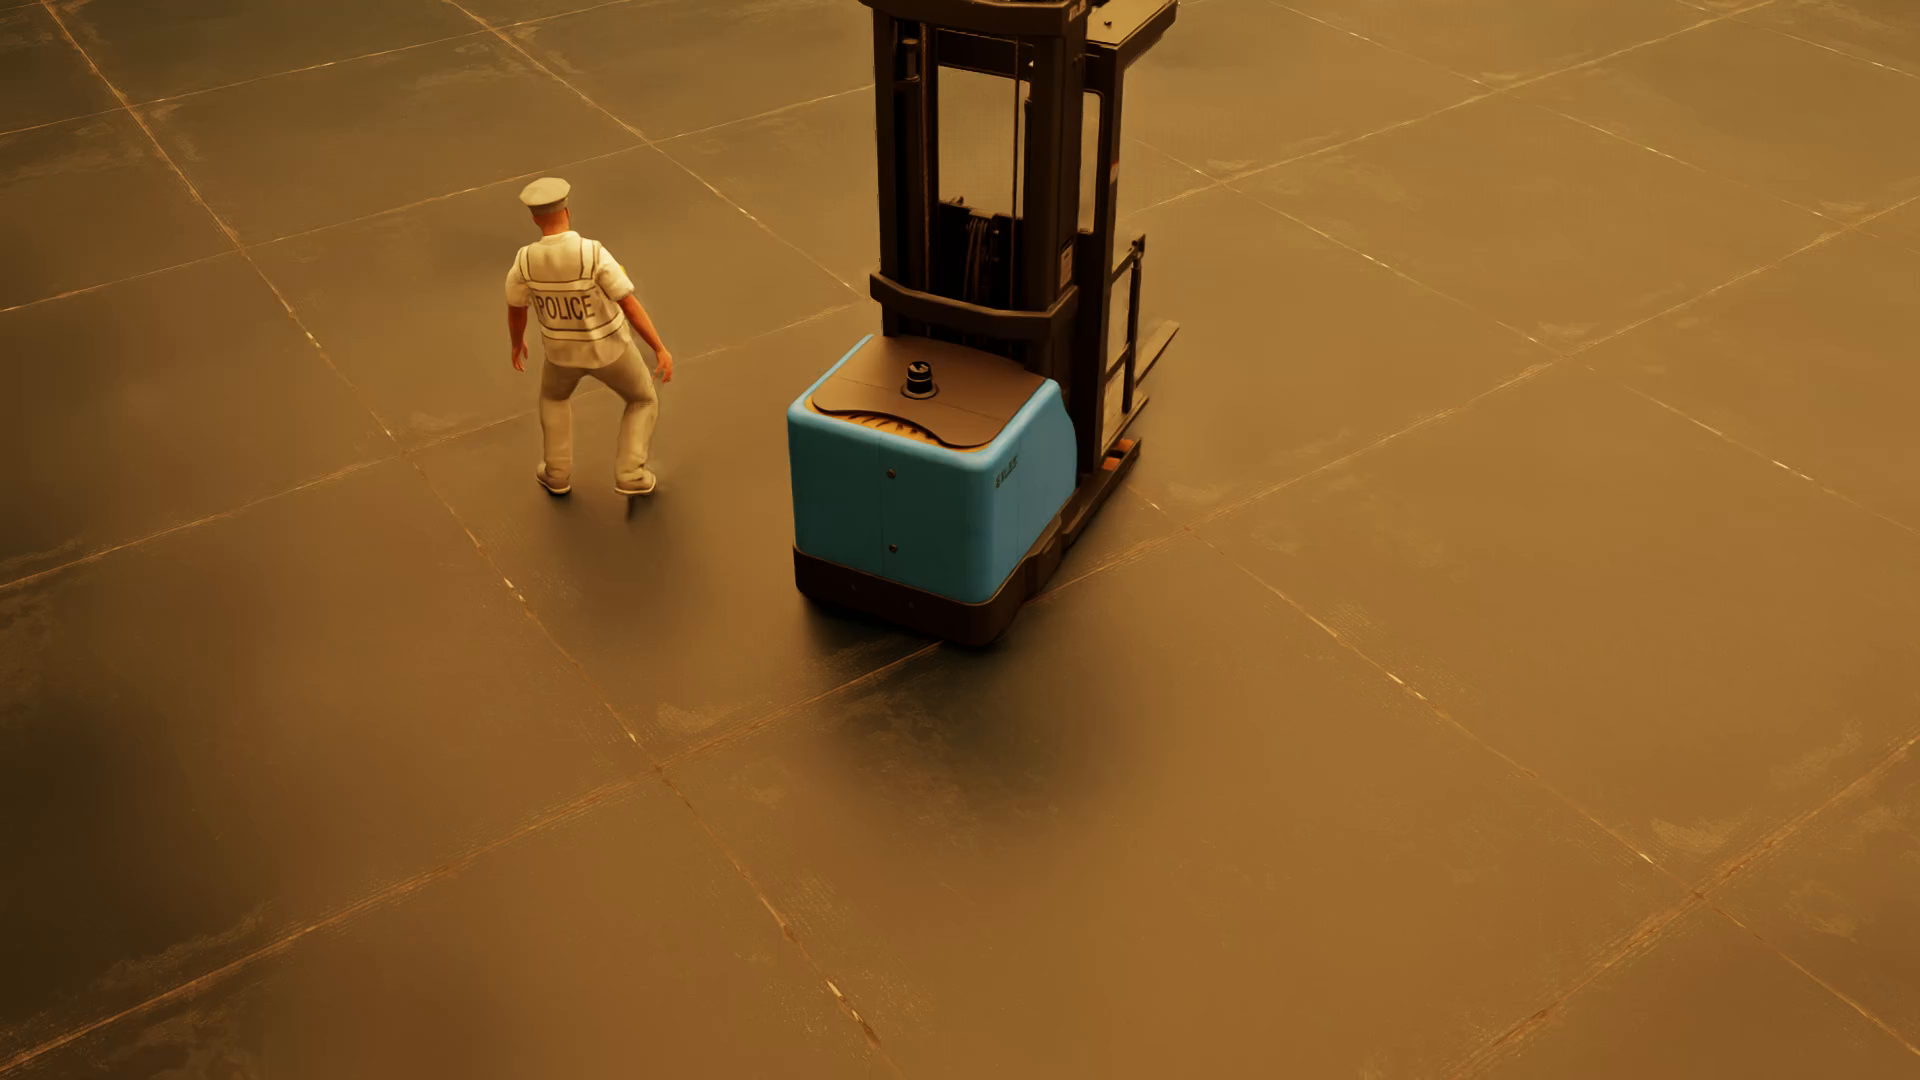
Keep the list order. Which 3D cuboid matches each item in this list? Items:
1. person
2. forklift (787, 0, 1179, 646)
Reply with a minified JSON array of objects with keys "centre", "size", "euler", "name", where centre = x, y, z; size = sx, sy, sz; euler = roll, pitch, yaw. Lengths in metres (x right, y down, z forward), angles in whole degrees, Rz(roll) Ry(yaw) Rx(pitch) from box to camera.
[{"centre":[17.101,0.229,0.542],"size":[40.720,9.012,7.222],"euler":[6,37,8],"name":"person"},{"centre":[0.316,-1.557,8.050],"size":[1.130,2.935,3.031],"euler":[16,40,21],"name":"forklift"}]
